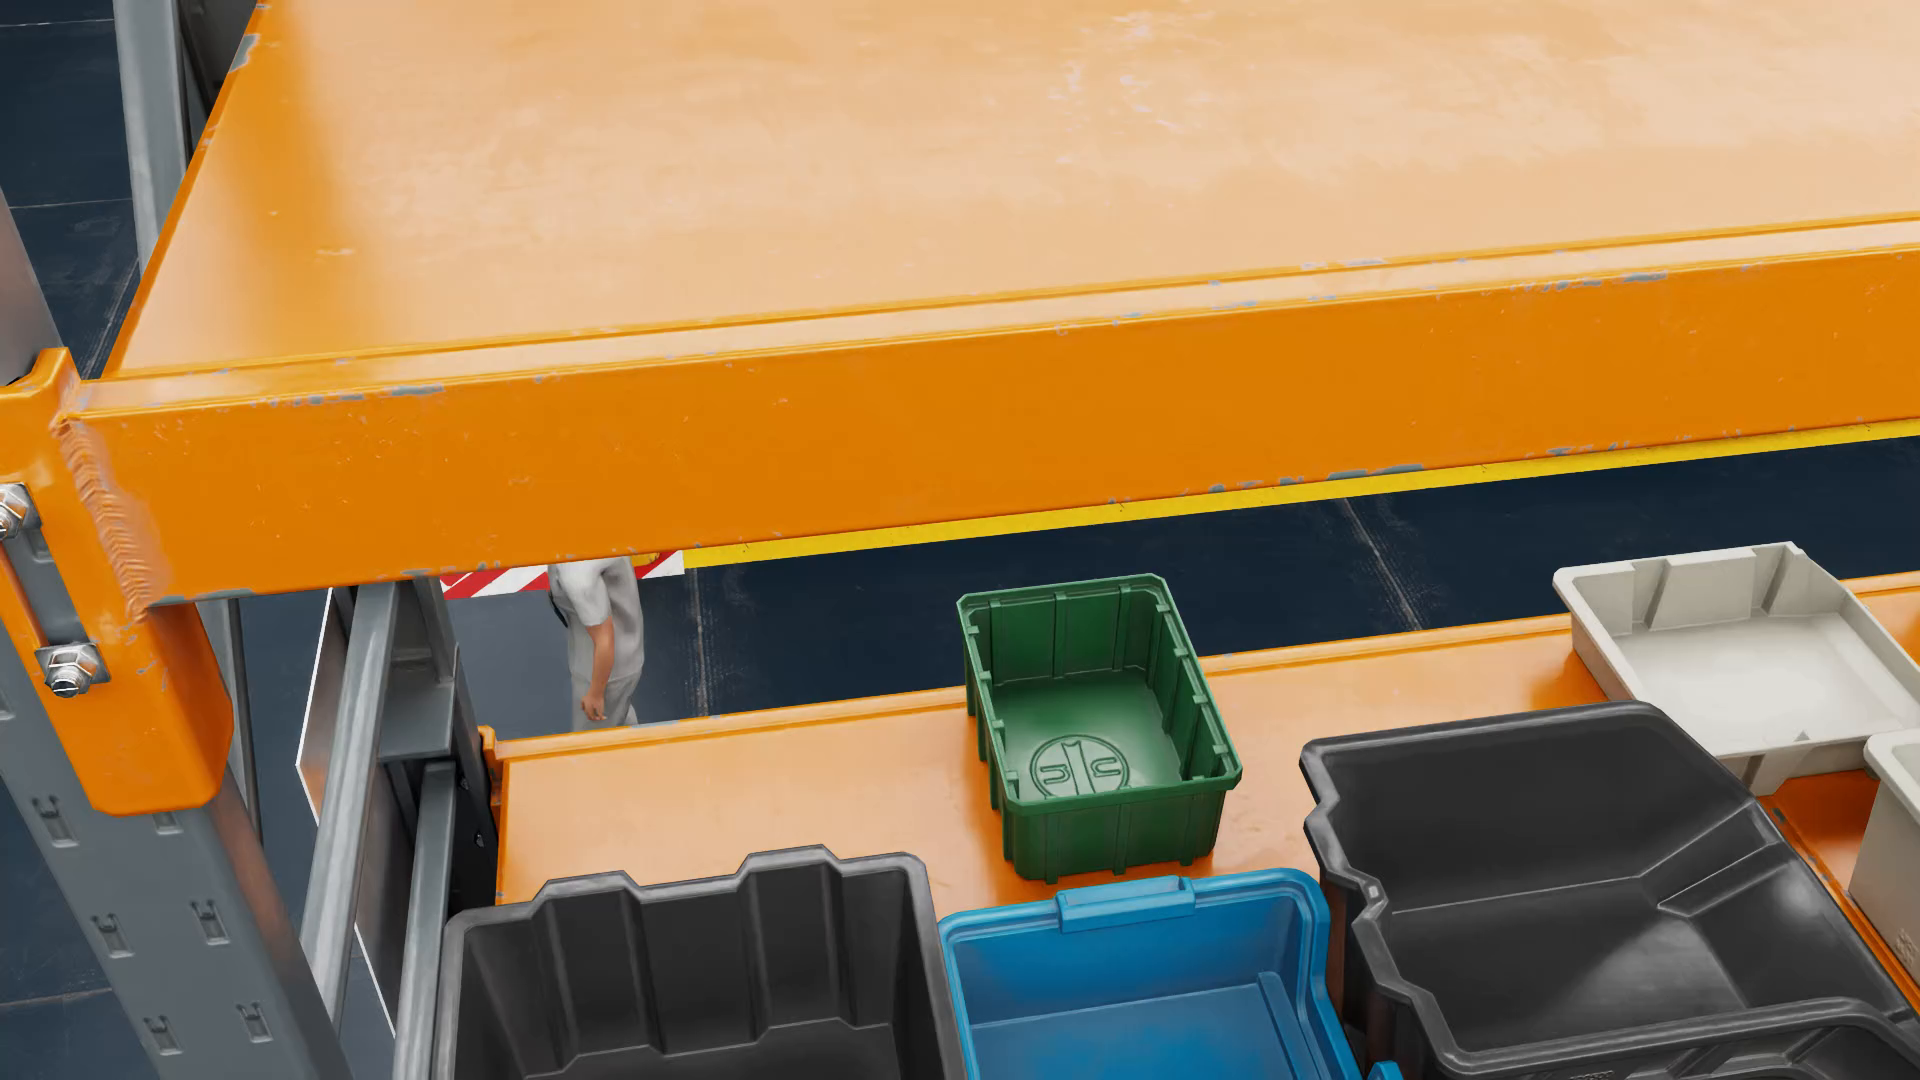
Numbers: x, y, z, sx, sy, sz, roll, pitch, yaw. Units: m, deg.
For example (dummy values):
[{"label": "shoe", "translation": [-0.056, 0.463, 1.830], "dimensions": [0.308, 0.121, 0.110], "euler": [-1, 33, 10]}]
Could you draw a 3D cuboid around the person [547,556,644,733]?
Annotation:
[{"label": "person", "translation": [-1.275, 0.393, 5.667], "dimensions": [0.416, 1.671, 0.507], "euler": [-8, 40, -10]}]
